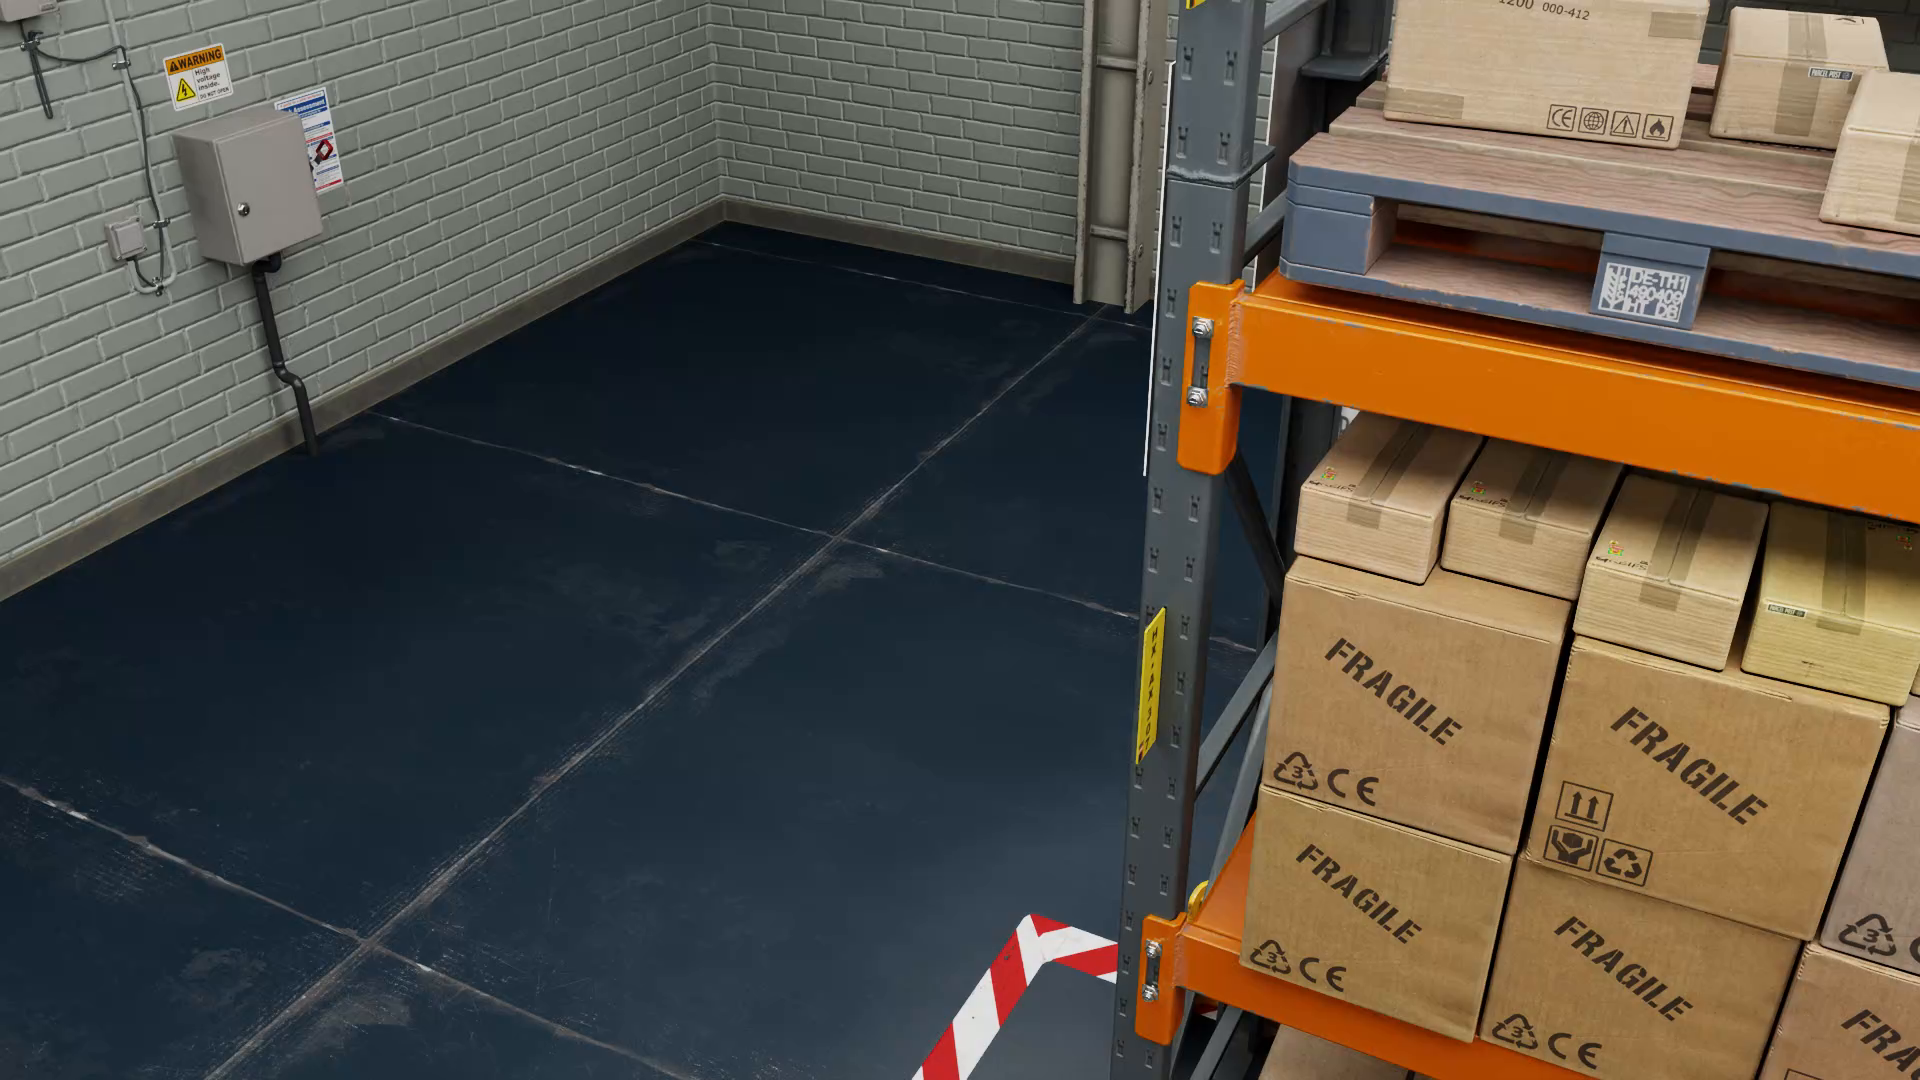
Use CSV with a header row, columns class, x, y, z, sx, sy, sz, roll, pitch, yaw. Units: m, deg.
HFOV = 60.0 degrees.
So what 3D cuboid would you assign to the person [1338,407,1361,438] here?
class,x,y,z,sx,sy,sz,roll,pitch,yaw
person,1.597,-0.158,6.401,0.508,1.659,0.395,14,33,23
